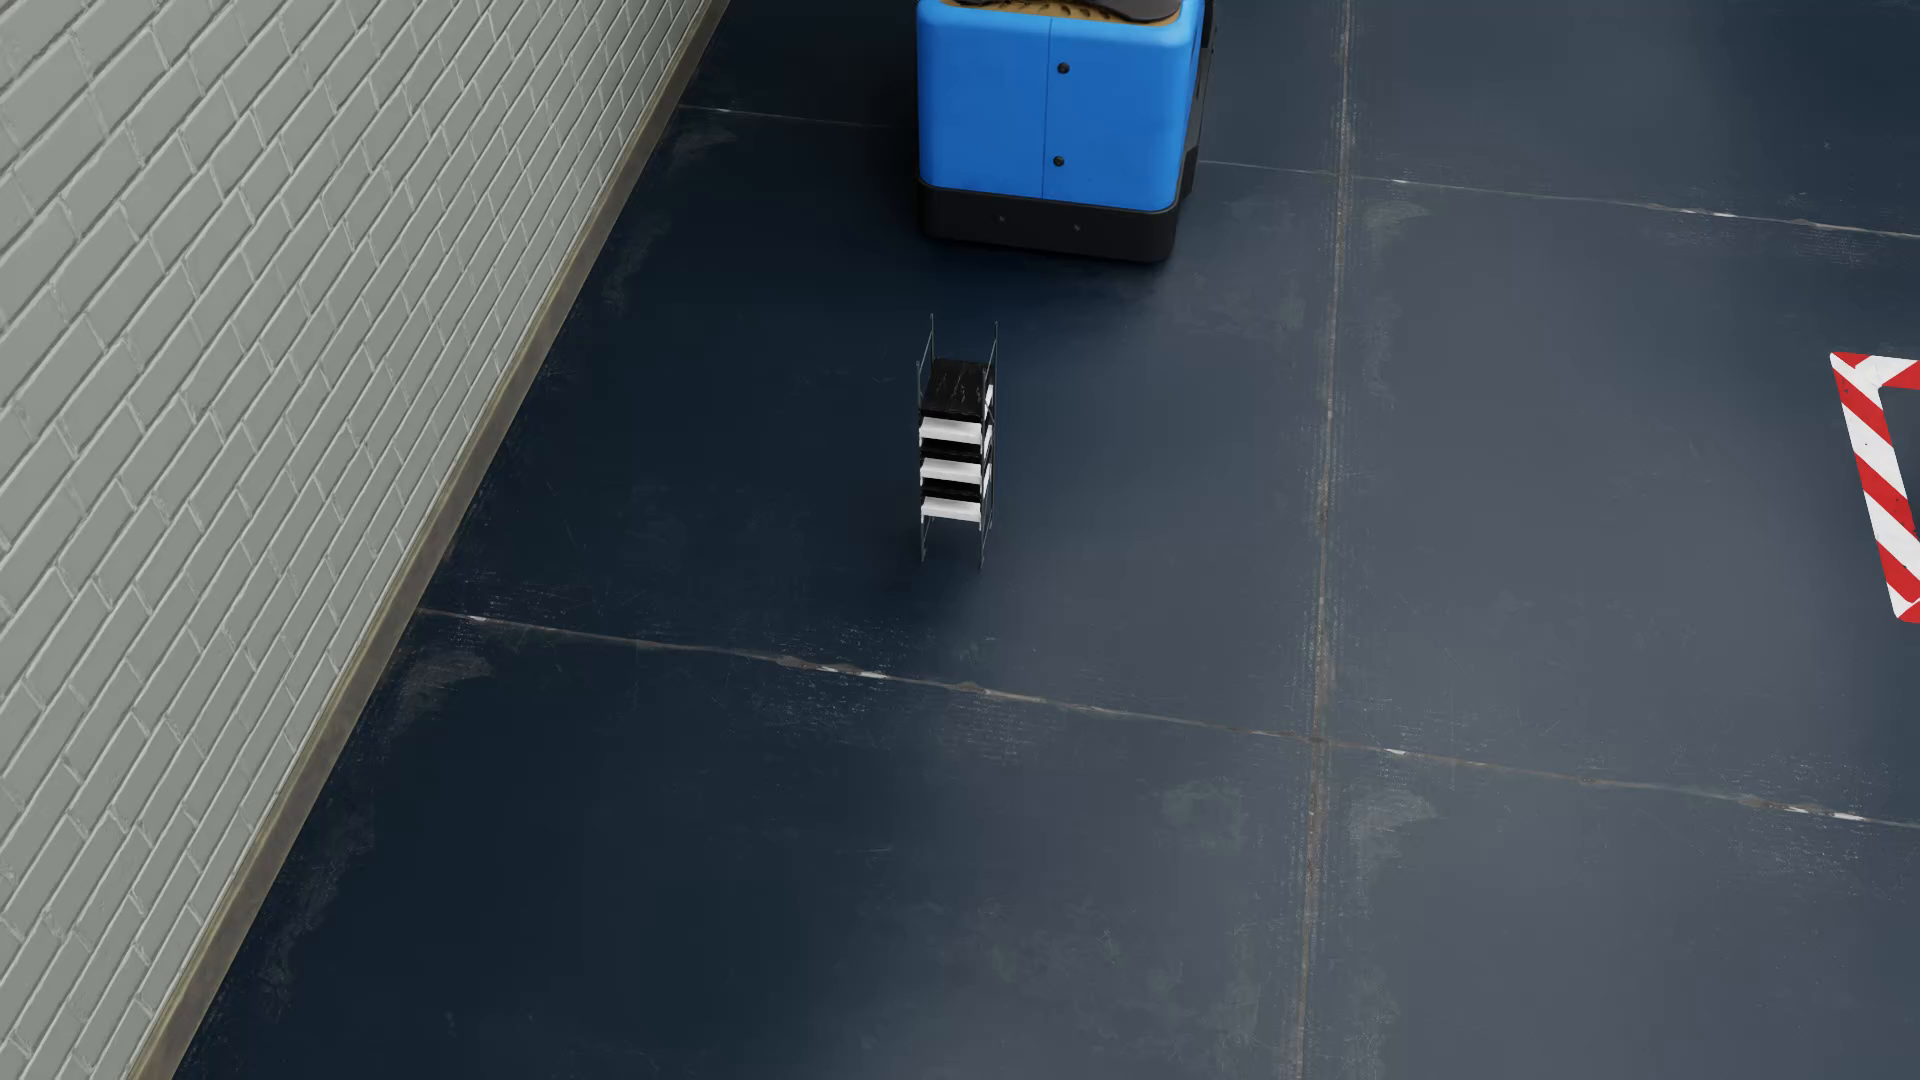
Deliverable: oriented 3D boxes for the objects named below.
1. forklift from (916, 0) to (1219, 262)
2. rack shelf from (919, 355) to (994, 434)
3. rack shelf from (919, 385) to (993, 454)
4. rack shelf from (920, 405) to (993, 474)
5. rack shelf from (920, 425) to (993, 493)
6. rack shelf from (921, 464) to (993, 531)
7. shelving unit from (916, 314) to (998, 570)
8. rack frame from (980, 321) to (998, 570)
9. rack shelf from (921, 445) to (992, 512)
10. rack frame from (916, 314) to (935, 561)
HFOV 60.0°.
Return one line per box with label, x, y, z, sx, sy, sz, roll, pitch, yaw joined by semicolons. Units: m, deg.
forklift;0.606;-3.208;6.662;1.130;2.935;3.031;8;49;7
rack shelf;-0.008;-0.460;5.240;0.200;0.077;0.258;8;49;7
rack shelf;-0.008;-0.400;5.307;0.200;0.077;0.258;8;49;7
rack shelf;-0.008;-0.340;5.374;0.200;0.077;0.258;8;49;7
rack shelf;-0.008;-0.280;5.441;0.200;0.077;0.258;8;49;7
rack shelf;-0.008;-0.159;5.575;0.200;0.077;0.258;8;49;7
shelving unit;-0.008;-0.302;5.416;0.210;0.900;0.258;8;49;7
rack frame;0.092;-0.288;5.404;0.006;0.900;0.240;8;49;7
rack shelf;-0.008;-0.219;5.508;0.200;0.077;0.258;8;49;7
rack frame;-0.108;-0.315;5.428;0.006;0.900;0.240;8;49;7
